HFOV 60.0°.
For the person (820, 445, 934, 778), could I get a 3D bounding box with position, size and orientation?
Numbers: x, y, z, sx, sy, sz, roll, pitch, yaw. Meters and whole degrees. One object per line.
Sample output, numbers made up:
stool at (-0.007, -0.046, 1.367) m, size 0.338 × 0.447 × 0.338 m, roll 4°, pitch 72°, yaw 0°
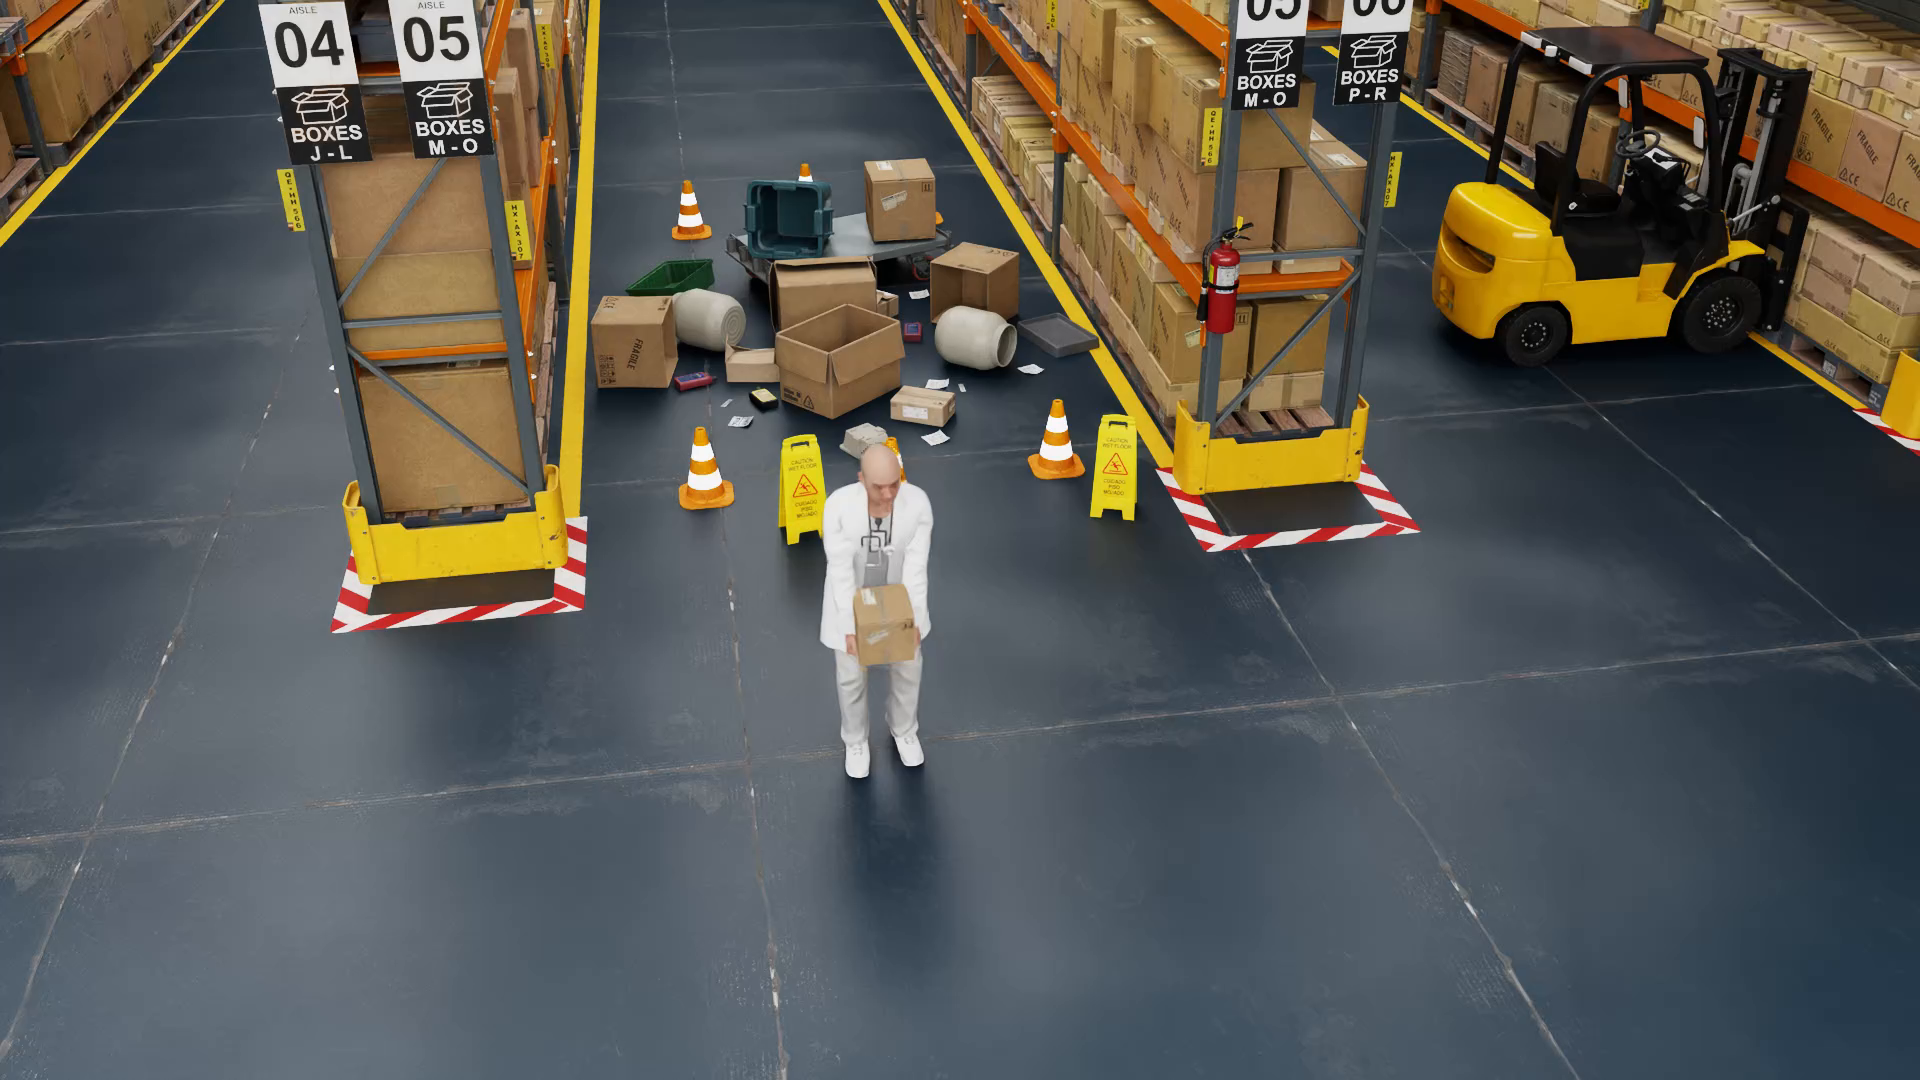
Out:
person at (-0.379, 0.318, 7.653) m, size 0.534 × 1.743 × 0.600 m, roll -6°, pitch 31°, yaw -10°
